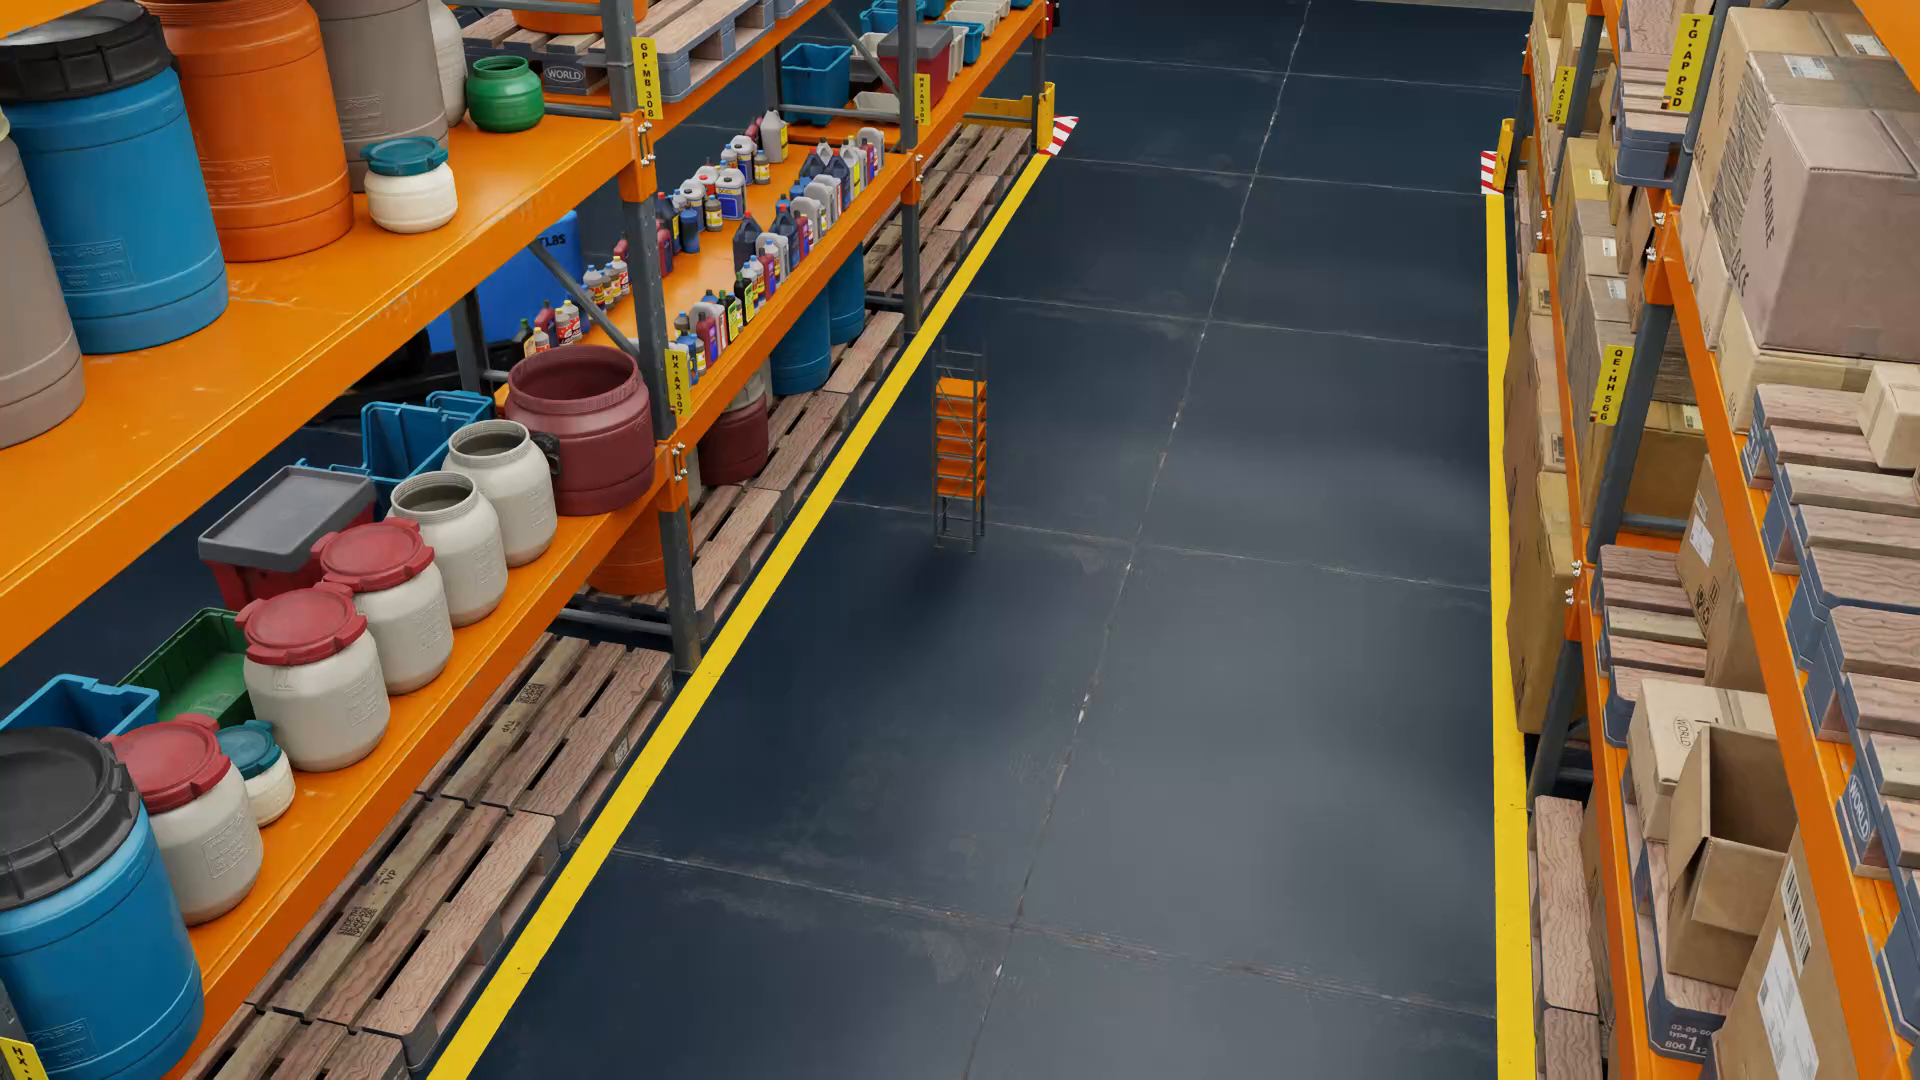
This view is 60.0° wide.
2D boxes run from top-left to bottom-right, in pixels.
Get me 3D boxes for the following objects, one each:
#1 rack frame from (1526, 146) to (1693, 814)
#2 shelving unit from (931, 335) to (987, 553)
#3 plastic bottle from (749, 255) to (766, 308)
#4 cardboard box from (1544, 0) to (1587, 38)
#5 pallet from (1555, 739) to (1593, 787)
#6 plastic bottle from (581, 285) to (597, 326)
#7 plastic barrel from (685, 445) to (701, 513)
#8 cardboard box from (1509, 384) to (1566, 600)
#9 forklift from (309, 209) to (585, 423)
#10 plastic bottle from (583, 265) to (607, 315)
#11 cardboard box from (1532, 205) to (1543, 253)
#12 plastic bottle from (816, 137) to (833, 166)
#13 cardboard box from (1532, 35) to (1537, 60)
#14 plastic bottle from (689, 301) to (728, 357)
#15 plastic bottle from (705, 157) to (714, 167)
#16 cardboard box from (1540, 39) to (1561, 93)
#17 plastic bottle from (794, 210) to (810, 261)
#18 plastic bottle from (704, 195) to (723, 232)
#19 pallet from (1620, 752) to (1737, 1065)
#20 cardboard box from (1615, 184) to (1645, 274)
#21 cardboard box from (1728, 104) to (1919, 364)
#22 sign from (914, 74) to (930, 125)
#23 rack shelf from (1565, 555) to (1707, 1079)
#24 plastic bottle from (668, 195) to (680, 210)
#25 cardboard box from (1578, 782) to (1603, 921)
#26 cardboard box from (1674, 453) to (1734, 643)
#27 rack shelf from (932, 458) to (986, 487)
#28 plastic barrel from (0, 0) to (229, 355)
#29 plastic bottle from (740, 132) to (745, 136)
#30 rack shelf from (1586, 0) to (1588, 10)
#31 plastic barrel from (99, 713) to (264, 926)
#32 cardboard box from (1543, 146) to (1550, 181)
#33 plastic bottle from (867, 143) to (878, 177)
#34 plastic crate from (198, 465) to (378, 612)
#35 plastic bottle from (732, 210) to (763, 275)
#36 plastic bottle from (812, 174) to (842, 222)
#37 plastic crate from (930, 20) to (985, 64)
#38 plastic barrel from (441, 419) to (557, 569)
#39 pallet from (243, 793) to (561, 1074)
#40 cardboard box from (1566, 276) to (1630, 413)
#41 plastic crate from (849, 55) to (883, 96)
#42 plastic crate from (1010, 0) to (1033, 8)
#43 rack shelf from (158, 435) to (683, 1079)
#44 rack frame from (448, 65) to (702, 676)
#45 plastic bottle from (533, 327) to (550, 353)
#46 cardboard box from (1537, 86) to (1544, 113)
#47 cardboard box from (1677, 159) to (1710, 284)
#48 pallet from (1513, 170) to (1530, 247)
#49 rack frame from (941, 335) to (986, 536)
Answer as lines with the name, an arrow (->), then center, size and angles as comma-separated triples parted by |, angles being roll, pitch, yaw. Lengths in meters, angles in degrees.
rack frame -> 3.004, -0.023, 6.491 | 1.000, 3.000, 0.127 | 8, 33, 12
shelving unit -> -0.004, -0.499, 8.916 | 0.258, 1.200, 0.189 | 8, 33, 12
plastic bottle -> -1.074, -1.360, 8.713 | 0.097, 0.271, 0.097 | 0, 32, 0
cardboard box -> 4.398, -3.812, 11.614 | 0.500, 0.500, 0.500 | 7, 33, 11
pallet -> 3.277, 0.755, 7.866 | 1.003, 0.211, 1.213 | 8, 33, 12
plastic bottle -> -1.917, -1.210, 8.543 | 0.097, 0.201, 0.097 | 0, 32, 0
plastic barrel -> -1.623, -0.386, 8.989 | 0.421, 0.512, 0.421 | 0, 32, 0
cardboard box -> 3.433, -0.121, 8.233 | 1.225, 0.875, 0.875 | 8, 33, 13
forklift -> -3.975, -2.293, 10.124 | 3.031, 2.935, 1.130 | -15, 35, -22
plastic bottle -> -1.893, -1.291, 8.604 | 0.097, 0.271, 0.097 | 0, 32, 0
cardboard box -> 4.492, -2.178, 11.469 | 0.875, 0.875, 0.875 | 8, 33, 12
plastic bottle -> -0.828, -2.251, 10.040 | 0.144, 0.351, 0.185 | 8, 33, 12
cardboard box -> 4.496, -3.663, 12.450 | 0.380, 0.149, 0.250 | 7, 33, 11
plastic bottle -> -1.247, -1.066, 8.246 | 0.152, 0.276, 0.135 | 8, 33, 12
plastic bottle -> -1.503, -2.131, 9.915 | 0.061, 0.283, 0.133 | 8, 33, 12
cardboard box -> 4.267, -3.222, 11.385 | 0.500, 0.250, 0.500 | 7, 33, 11
plastic bottle -> -0.888, -1.708, 9.249 | 0.061, 0.283, 0.133 | 8, 33, 12
plastic bottle -> -1.426, -1.893, 9.617 | 0.097, 0.201, 0.097 | 0, 32, 0
pallet -> 2.541, 1.090, 4.918 | 1.003, 0.211, 1.213 | 8, 33, 12
cardboard box -> 3.537, -1.553, 7.868 | 0.797, 0.503, 0.637 | 9, 34, 14
cardboard box -> 2.383, -0.809, 4.371 | 0.500, 0.500, 0.500 | 7, 33, 11
sign -> -0.240, -2.814, 10.623 | 0.100, 0.325, 0.005 | 8, 33, 12
rack shelf -> 2.496, 1.318, 5.051 | 1.077, 0.370, 4.000 | 8, 33, 12
plastic bottle -> -1.632, -1.823, 9.441 | 0.097, 0.271, 0.097 | 0, 32, 0
cardboard box -> 2.853, 1.196, 6.492 | 0.700, 0.500, 0.500 | 6, 33, 10
cardboard box -> 2.905, 0.043, 5.902 | 0.500, 0.500, 0.500 | 4, 33, 6
rack shelf -> -0.004, -0.360, 9.005 | 0.258, 0.103, 0.180 | 8, 33, 12
plastic barrel -> -2.551, -1.072, 4.876 | 0.600, 0.901, 0.708 | 8, 33, 12
plastic bottle -> -1.348, -2.405, 10.357 | 0.097, 0.271, 0.097 | 0, 32, 0
rack shelf -> 4.526, -4.099, 10.777 | 1.077, 0.370, 4.000 | 8, 33, 12
plastic barrel -> -2.347, 0.854, 4.984 | 0.433, 0.535, 0.433 | 0, 32, 0
cardboard box -> 3.845, -2.330, 10.353 | 0.380, 0.149, 0.250 | 9, 33, 13
plastic bottle -> -0.562, -2.377, 10.378 | 0.097, 0.201, 0.097 | 0, 32, 0
plastic crate -> -2.493, 0.072, 6.281 | 0.402, 0.464, 0.583 | 8, 33, 12
plastic bottle -> -1.150, -1.610, 9.033 | 0.144, 0.351, 0.185 | 8, 33, 12
plastic bottle -> -0.780, -2.021, 9.749 | 0.152, 0.276, 0.135 | 8, 33, 12
plastic crate -> -0.030, -3.703, 12.379 | 0.416, 0.233, 0.300 | 8, 33, 12
plastic barrel -> -1.841, -0.182, 6.636 | 0.421, 0.512, 0.421 | 0, 32, 0
pallet -> -2.333, 1.507, 6.683 | 1.003, 0.211, 1.213 | 8, 33, 12
cardboard box -> 3.150, -0.883, 7.750 | 0.500, 0.500, 0.500 | 7, 33, 11
plastic crate -> -0.748, -3.300, 11.845 | 0.437, 0.125, 0.590 | 8, 33, 12
plastic crate -> 0.339, -4.690, 13.743 | 0.616, 0.435, 0.499 | 8, 33, 12
rack shelf -> -2.295, 0.644, 6.112 | 1.077, 0.370, 4.000 | 8, 33, 12
rack frame -> -1.787, -0.698, 7.551 | 1.000, 3.000, 0.127 | 8, 33, 12
plastic bottle -> -2.050, -0.939, 8.117 | 0.097, 0.201, 0.097 | 0, 32, 0
cardboard box -> 4.171, -2.995, 11.399 | 0.380, 0.149, 0.250 | 9, 33, 13
cardboard box -> 2.638, -1.017, 5.397 | 0.500, 0.250, 0.500 | 9, 33, 13
pallet -> 4.907, -2.572, 13.100 | 1.003, 0.211, 1.213 | 8, 33, 12
rack frame -> 0.020, -0.546, 8.991 | 0.240, 1.200, 0.006 | 8, 33, 12
